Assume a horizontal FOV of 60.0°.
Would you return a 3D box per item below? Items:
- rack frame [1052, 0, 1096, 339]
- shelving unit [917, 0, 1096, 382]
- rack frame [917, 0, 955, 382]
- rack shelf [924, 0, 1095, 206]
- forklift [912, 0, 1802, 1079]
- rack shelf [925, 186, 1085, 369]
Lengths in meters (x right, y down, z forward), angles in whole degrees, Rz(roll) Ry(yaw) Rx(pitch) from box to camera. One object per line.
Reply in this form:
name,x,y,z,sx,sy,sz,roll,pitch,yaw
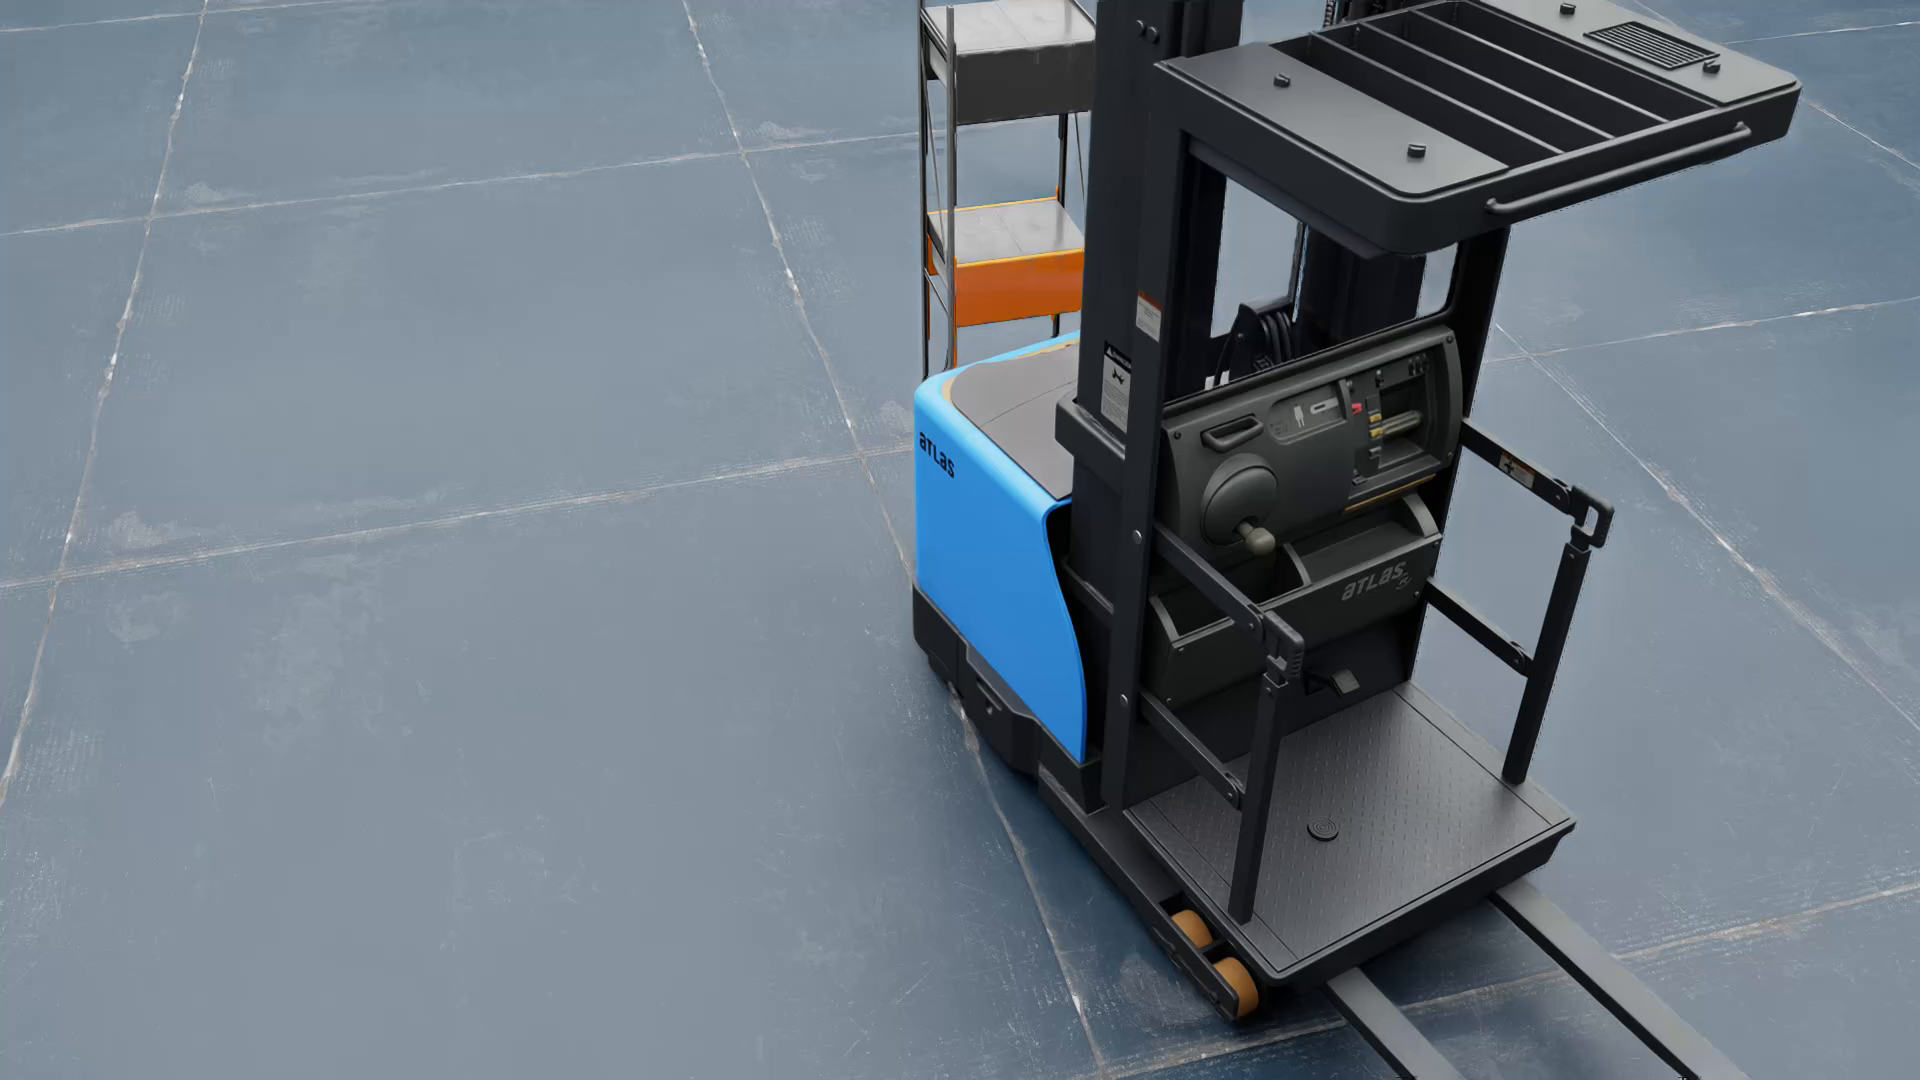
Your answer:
rack frame,0.395,-0.899,5.697,0.015,2.100,0.400,-9,38,-12
shelving unit,0.160,-0.860,5.646,0.503,2.100,0.431,-9,38,-12
rack frame,-0.076,-0.822,5.596,0.015,2.100,0.400,-9,38,-12
rack shelf,0.160,-1.405,5.229,0.480,0.518,0.431,-9,38,-12
forklift,1.023,-0.181,4.074,1.130,2.935,3.031,-20,42,-24
rack shelf,0.160,-0.849,5.655,0.480,0.518,0.431,-9,38,-12
